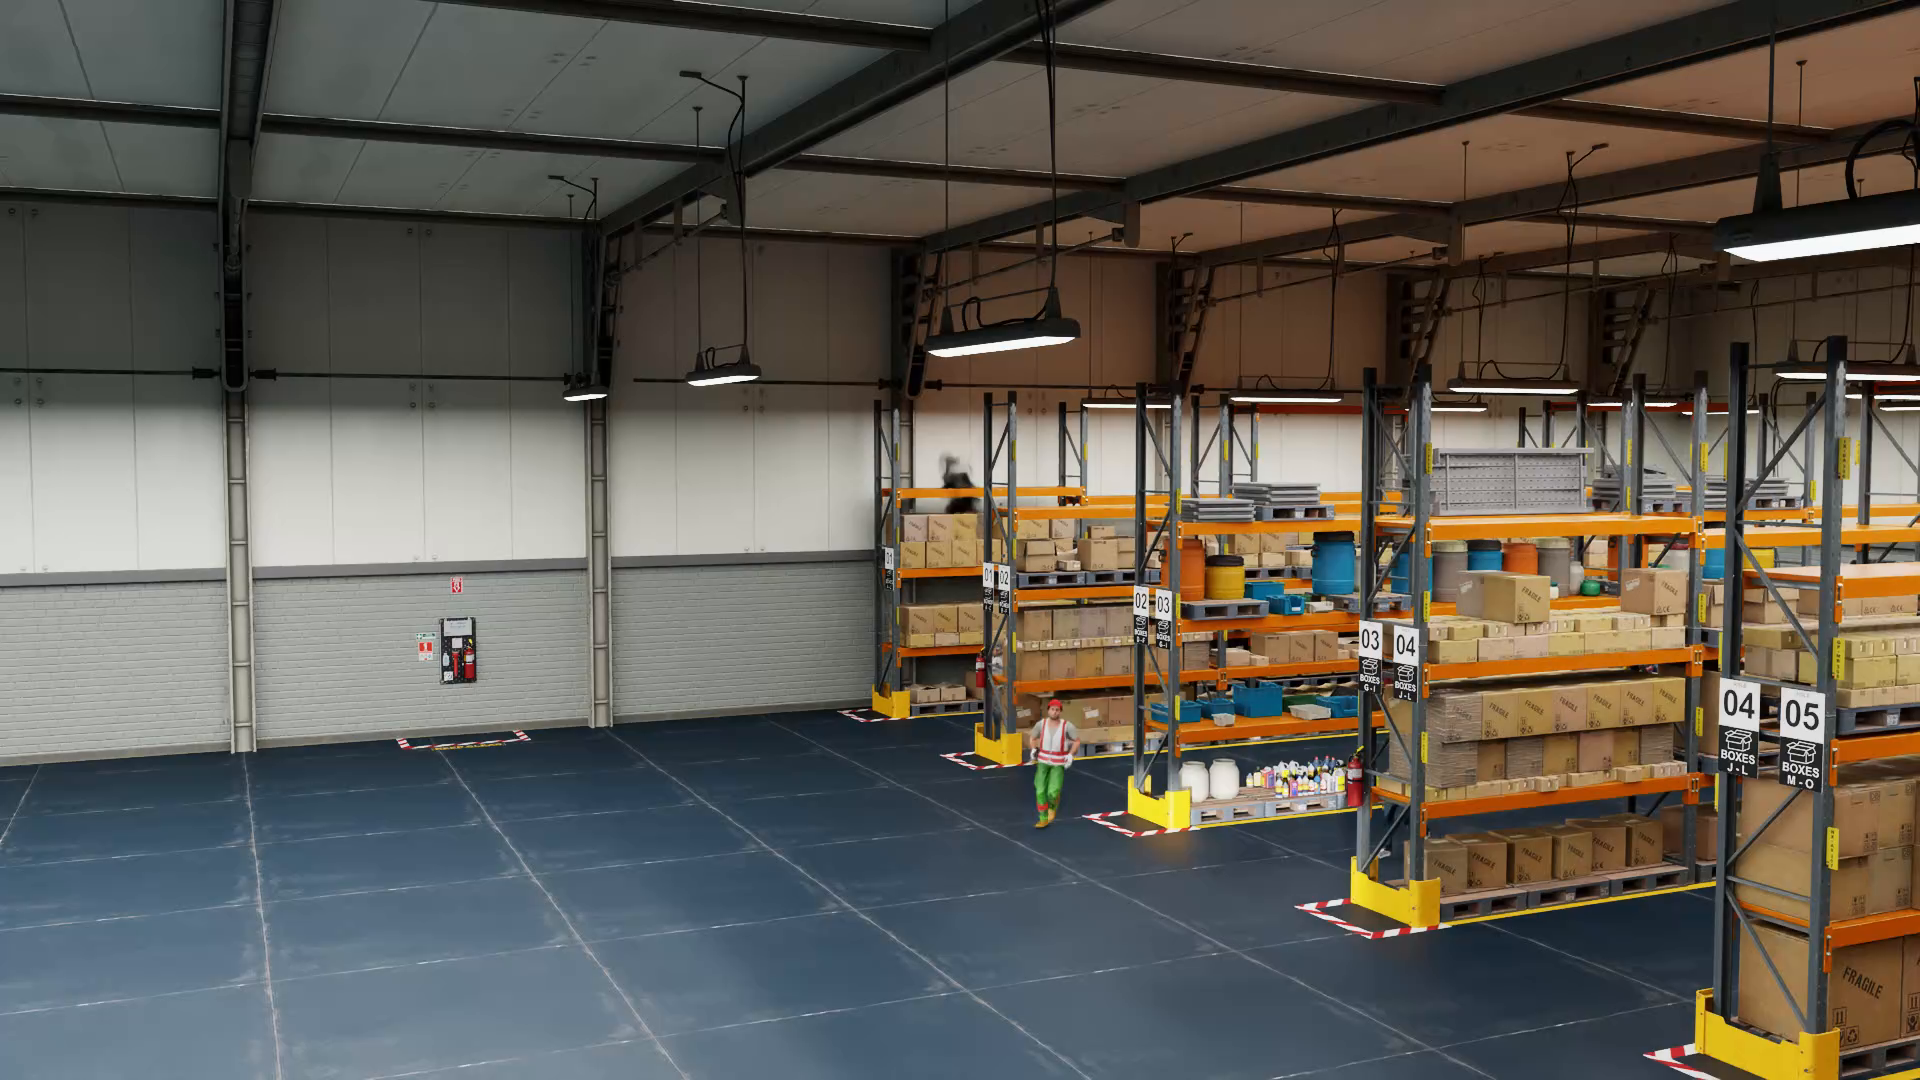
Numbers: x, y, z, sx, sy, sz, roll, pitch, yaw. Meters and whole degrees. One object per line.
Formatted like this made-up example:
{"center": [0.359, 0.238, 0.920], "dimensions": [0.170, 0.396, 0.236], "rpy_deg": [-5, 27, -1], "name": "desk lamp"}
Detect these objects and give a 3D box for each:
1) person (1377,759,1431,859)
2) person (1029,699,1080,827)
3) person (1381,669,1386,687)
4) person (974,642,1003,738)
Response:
{"center": [5.497, 3.150, 20.720], "dimensions": [0.866, 1.575, 0.543], "rpy_deg": [-2, 4, -32], "name": "person"}
{"center": [1.229, 2.997, 22.241], "dimensions": [0.676, 1.733, 0.548], "rpy_deg": [1, 3, 18], "name": "person"}
{"center": [8.507, 2.360, 33.487], "dimensions": [0.943, 1.719, 0.647], "rpy_deg": [-3, 4, -39], "name": "person"}
{"center": [0.593, 2.612, 29.095], "dimensions": [0.893, 1.667, 0.618], "rpy_deg": [-3, 4, -38], "name": "person"}
